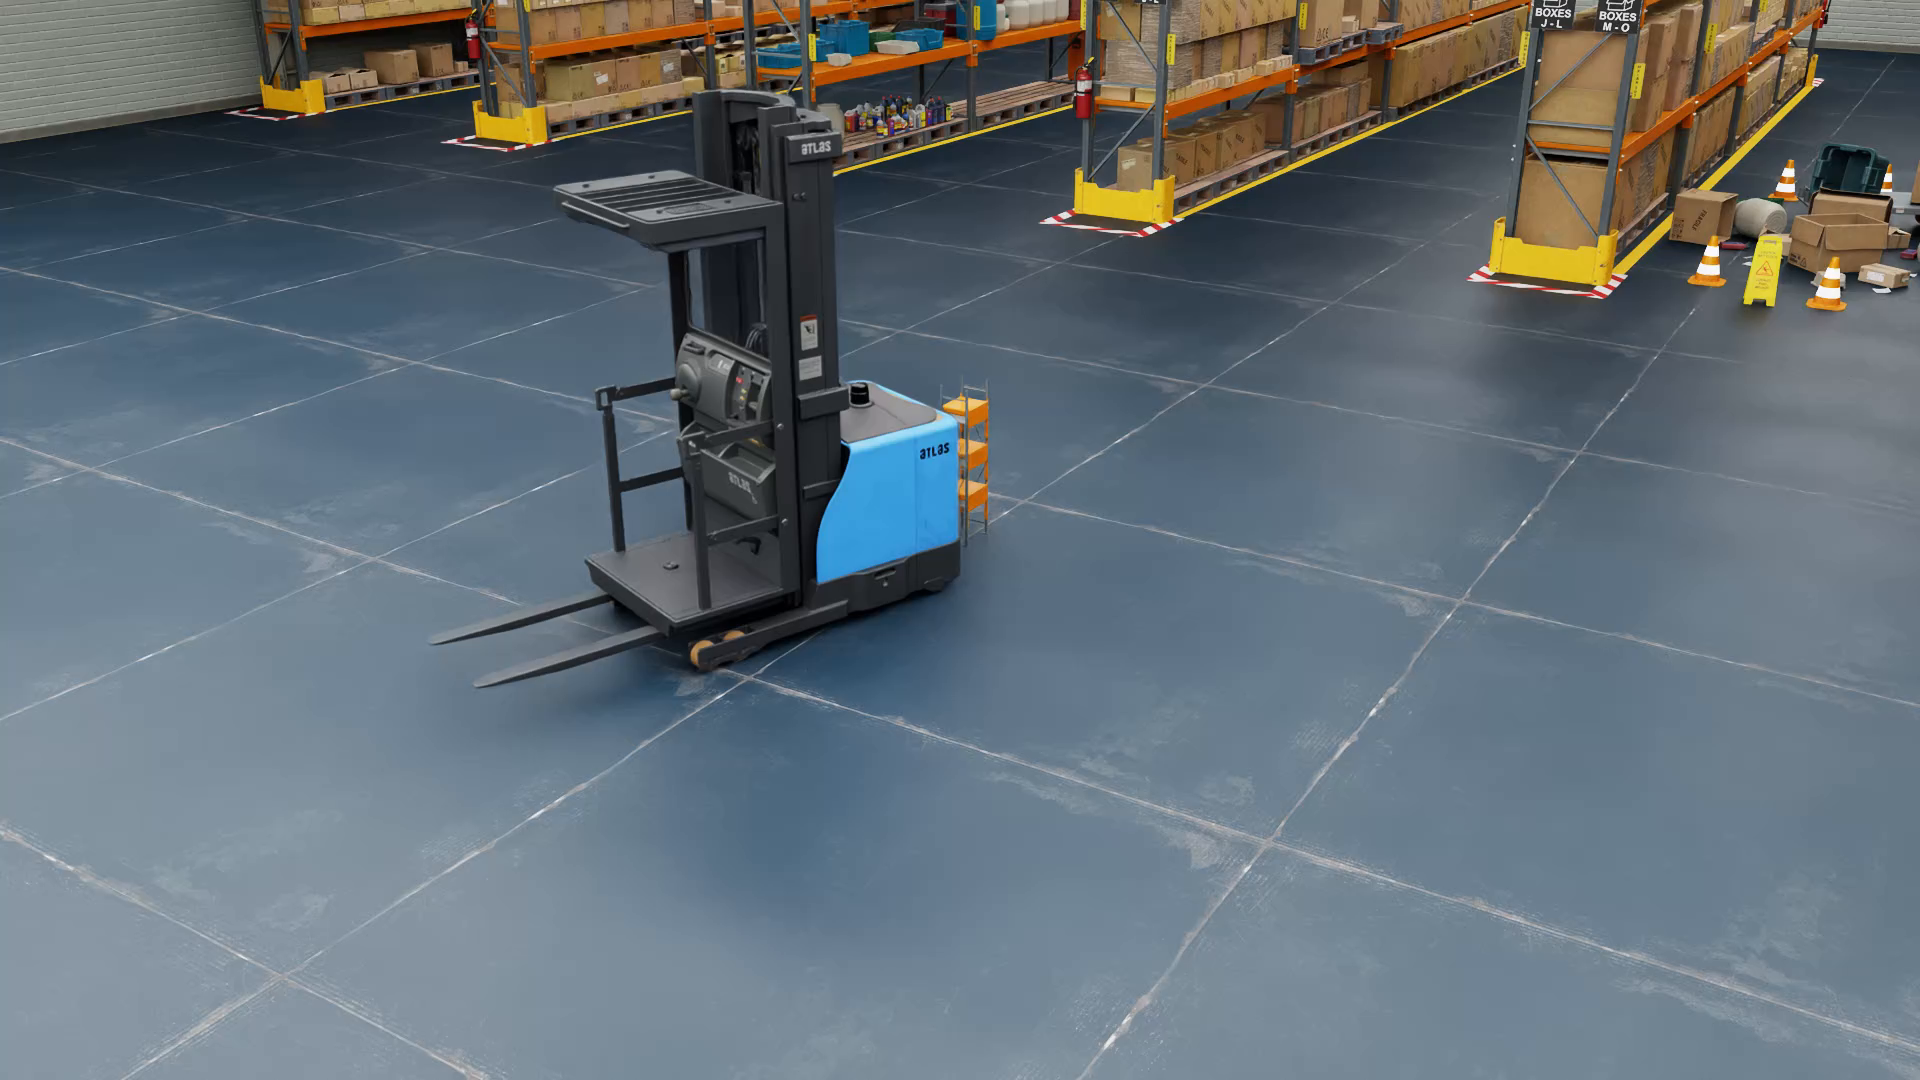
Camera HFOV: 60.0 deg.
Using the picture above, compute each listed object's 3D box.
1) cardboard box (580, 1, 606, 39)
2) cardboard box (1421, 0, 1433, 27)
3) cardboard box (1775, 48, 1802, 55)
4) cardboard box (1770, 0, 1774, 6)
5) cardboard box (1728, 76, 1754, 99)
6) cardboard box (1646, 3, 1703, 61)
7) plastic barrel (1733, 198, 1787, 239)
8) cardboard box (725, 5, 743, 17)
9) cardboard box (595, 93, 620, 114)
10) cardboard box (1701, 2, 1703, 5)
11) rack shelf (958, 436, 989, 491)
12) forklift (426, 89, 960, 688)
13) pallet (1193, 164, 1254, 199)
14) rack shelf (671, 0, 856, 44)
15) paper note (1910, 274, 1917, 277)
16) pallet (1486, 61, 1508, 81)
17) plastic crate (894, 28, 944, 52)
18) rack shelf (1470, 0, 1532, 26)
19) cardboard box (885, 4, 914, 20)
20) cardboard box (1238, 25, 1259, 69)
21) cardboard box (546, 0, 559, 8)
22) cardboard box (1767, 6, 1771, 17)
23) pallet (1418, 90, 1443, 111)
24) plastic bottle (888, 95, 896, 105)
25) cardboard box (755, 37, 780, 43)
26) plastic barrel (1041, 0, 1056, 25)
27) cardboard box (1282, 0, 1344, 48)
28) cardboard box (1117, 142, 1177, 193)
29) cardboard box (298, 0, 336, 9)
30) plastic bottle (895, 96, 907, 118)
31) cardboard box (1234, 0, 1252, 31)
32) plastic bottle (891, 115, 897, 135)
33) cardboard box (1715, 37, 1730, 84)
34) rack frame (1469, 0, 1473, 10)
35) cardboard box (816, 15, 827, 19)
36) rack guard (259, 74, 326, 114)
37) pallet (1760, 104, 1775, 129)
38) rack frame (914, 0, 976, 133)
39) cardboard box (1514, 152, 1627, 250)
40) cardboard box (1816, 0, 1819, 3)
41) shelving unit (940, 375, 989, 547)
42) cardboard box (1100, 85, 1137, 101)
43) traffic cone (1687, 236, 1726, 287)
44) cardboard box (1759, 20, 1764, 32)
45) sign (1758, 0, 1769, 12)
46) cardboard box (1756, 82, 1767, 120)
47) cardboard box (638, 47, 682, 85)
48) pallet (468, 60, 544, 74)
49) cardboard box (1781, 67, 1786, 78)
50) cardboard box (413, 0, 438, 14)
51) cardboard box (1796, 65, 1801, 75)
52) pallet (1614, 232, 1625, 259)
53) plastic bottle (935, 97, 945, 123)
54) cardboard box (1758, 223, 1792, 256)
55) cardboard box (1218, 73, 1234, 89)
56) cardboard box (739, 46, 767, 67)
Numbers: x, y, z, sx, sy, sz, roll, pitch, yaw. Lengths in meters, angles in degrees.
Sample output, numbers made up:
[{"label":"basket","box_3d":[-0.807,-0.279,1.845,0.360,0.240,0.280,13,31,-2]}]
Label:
[{"label":"cardboard box","box_3d":[-5.738,-7.792,24.849,0.700,0.500,0.500,14,27,29]},{"label":"cardboard box","box_3d":[7.124,-8.371,26.185,0.500,0.500,0.500,13,27,28]},{"label":"cardboard box","box_3d":[14.234,-8.349,28.572,0.380,0.149,0.250,14,27,30]},{"label":"cardboard box","box_3d":[11.636,-7.881,24.217,0.380,0.149,0.250,13,26,27]},{"label":"cardboard box","box_3d":[10.829,-6.368,23.358,0.500,0.250,0.500,13,26,27]},{"label":"cardboard box","box_3d":[7.735,-5.683,18.555,0.875,0.550,0.550,14,27,29]},{"label":"plastic barrel","box_3d":[8.855,-3.560,18.440,0.421,0.421,0.512,-7,24,-17]},{"label":"cardboard box","box_3d":[-3.784,-8.738,27.475,0.380,0.149,0.250,14,27,29]},{"label":"cardboard box","box_3d":[-5.538,-6.651,25.269,0.500,0.250,0.500,14,27,29]},{"label":"cardboard box","box_3d":[8.407,-6.120,19.727,0.700,0.500,0.500,13,27,28]},{"label":"rack shelf","box_3d":[0.028,-0.490,10.587,0.215,0.259,0.240,14,27,29]},{"label":"forklift","box_3d":[-1.472,-0.864,9.057,3.031,2.935,1.130,-17,29,-34]},{"label":"pallet","box_3d":[3.022,-4.593,21.093,1.003,0.211,1.213,14,27,29]},{"label":"rack shelf","box_3d":[-3.370,-8.942,28.536,1.077,0.370,4.000,14,27,29]},{"label":"paper note","box_3d":[9.682,-2.717,17.002,0.142,0.019,0.148,-17,29,-35]},{"label":"pallet","box_3d":[9.320,-8.594,30.336,1.003,0.211,1.213,14,27,29]},{"label":"plastic crate","box_3d":[-0.572,-7.059,23.468,0.499,0.251,0.616,14,27,29]},{"label":"rack shelf","box_3d":[9.264,-9.565,29.974,1.077,0.370,4.000,14,27,29]},{"label":"cardboard box","box_3d":[-1.194,-10.246,32.292,0.500,0.250,0.500,14,27,29]},{"label":"cardboard box","box_3d":[3.228,-6.212,20.824,0.875,0.500,0.500,14,27,29]},{"label":"cardboard box","box_3d":[-6.008,-7.768,23.975,0.380,0.149,0.250,13,27,28]},{"label":"cardboard box","box_3d":[11.502,-7.658,24.078,0.380,0.149,0.250,15,28,31]},{"label":"pallet","box_3d":[7.224,-7.251,27.233,1.003,0.211,1.213,14,27,29]},{"label":"plastic bottle","box_3d":[-0.997,-6.359,24.443,0.144,0.351,0.185,15,27,30]},{"label":"cardboard box","box_3d":[-3.381,-8.669,29.227,0.500,0.311,0.500,13,27,28]},{"label":"plastic barrel","box_3d":[1.308,-8.425,26.295,0.421,0.512,0.421,0,23,0]},{"label":"cardboard box","box_3d":[4.527,-7.227,22.384,1.000,1.000,1.000,14,27,29]},{"label":"cardboard box","box_3d":[2.223,-4.423,19.808,0.500,0.500,0.500,20,30,38]},{"label":"cardboard box","box_3d":[-10.238,-8.667,26.213,0.500,0.500,0.500,14,27,29]},{"label":"plastic bottle","box_3d":[-0.874,-6.328,24.373,0.144,0.351,0.185,14,27,29]},{"label":"cardboard box","box_3d":[3.192,-6.446,20.105,0.500,0.500,0.500,14,27,29]},{"label":"plastic bottle","box_3d":[-0.927,-5.820,23.299,0.097,0.271,0.097,0,23,0]},{"label":"cardboard box","box_3d":[9.187,-5.952,20.598,0.500,0.500,0.500,14,27,29]},{"label":"rack frame","box_3d":[8.209,-9.220,28.272,1.000,3.000,0.127,14,27,29]},{"label":"cardboard box","box_3d":[-3.393,-11.952,37.201,0.700,0.500,0.500,15,27,30]},{"label":"rack guard","box_3d":[-10.705,-7.162,26.666,1.175,0.500,0.348,14,27,29]},{"label":"pallet","box_3d":[11.960,-6.604,25.739,1.003,0.211,1.213,14,27,29]},{"label":"rack frame","box_3d":[-0.219,-7.558,24.433,1.000,3.000,0.127,14,27,29]},{"label":"cardboard box","box_3d":[6.341,-3.557,17.336,0.875,0.875,0.875,14,27,29]},{"label":"cardboard box","box_3d":[14.185,-9.301,27.958,0.500,0.500,0.500,13,27,28]},{"label":"shelving unit","box_3d":[0.028,-0.500,10.583,0.215,1.050,0.252,14,27,29]},{"label":"cardboard box","box_3d":[1.854,-5.194,19.288,0.380,0.149,0.250,14,27,29]},{"label":"traffic cone","box_3d":[7.526,-2.814,16.667,0.336,0.463,0.334,14,27,29]},{"label":"cardboard box","box_3d":[11.230,-7.346,23.731,0.380,0.149,0.250,15,28,31]},{"label":"sign","box_3d":[10.733,-7.213,22.178,0.100,0.325,0.005,14,27,29]},{"label":"cardboard box","box_3d":[11.648,-6.544,24.709,0.500,0.500,0.500,13,27,28]},{"label":"cardboard box","box_3d":[-4.757,-7.504,26.296,0.500,0.500,0.500,14,27,29]},{"label":"pallet","box_3d":[-8.226,-8.617,30.390,1.003,0.211,1.213,14,27,29]},{"label":"cardboard box","box_3d":[12.923,-7.457,26.511,0.380,0.149,0.250,15,28,31]},{"label":"cardboard box","box_3d":[-9.150,-9.012,27.954,0.500,0.250,0.500,14,27,29]},{"label":"cardboard box","box_3d":[13.909,-7.926,27.969,0.380,0.149,0.250,14,27,30]},{"label":"pallet","box_3d":[6.395,-3.103,17.652,1.003,0.211,1.213,14,27,29]},{"label":"plastic bottle","box_3d":[-0.313,-6.266,24.230,0.144,0.351,0.185,13,27,28]},{"label":"cardboard box","box_3d":[8.808,-3.226,17.867,0.396,0.266,0.258,20,30,38]},{"label":"cardboard box","box_3d":[3.106,-5.587,20.196,0.380,0.149,0.250,14,27,29]},{"label":"cardboard box","box_3d":[-3.455,-8.215,28.178,0.500,0.311,0.500,13,27,27]}]
